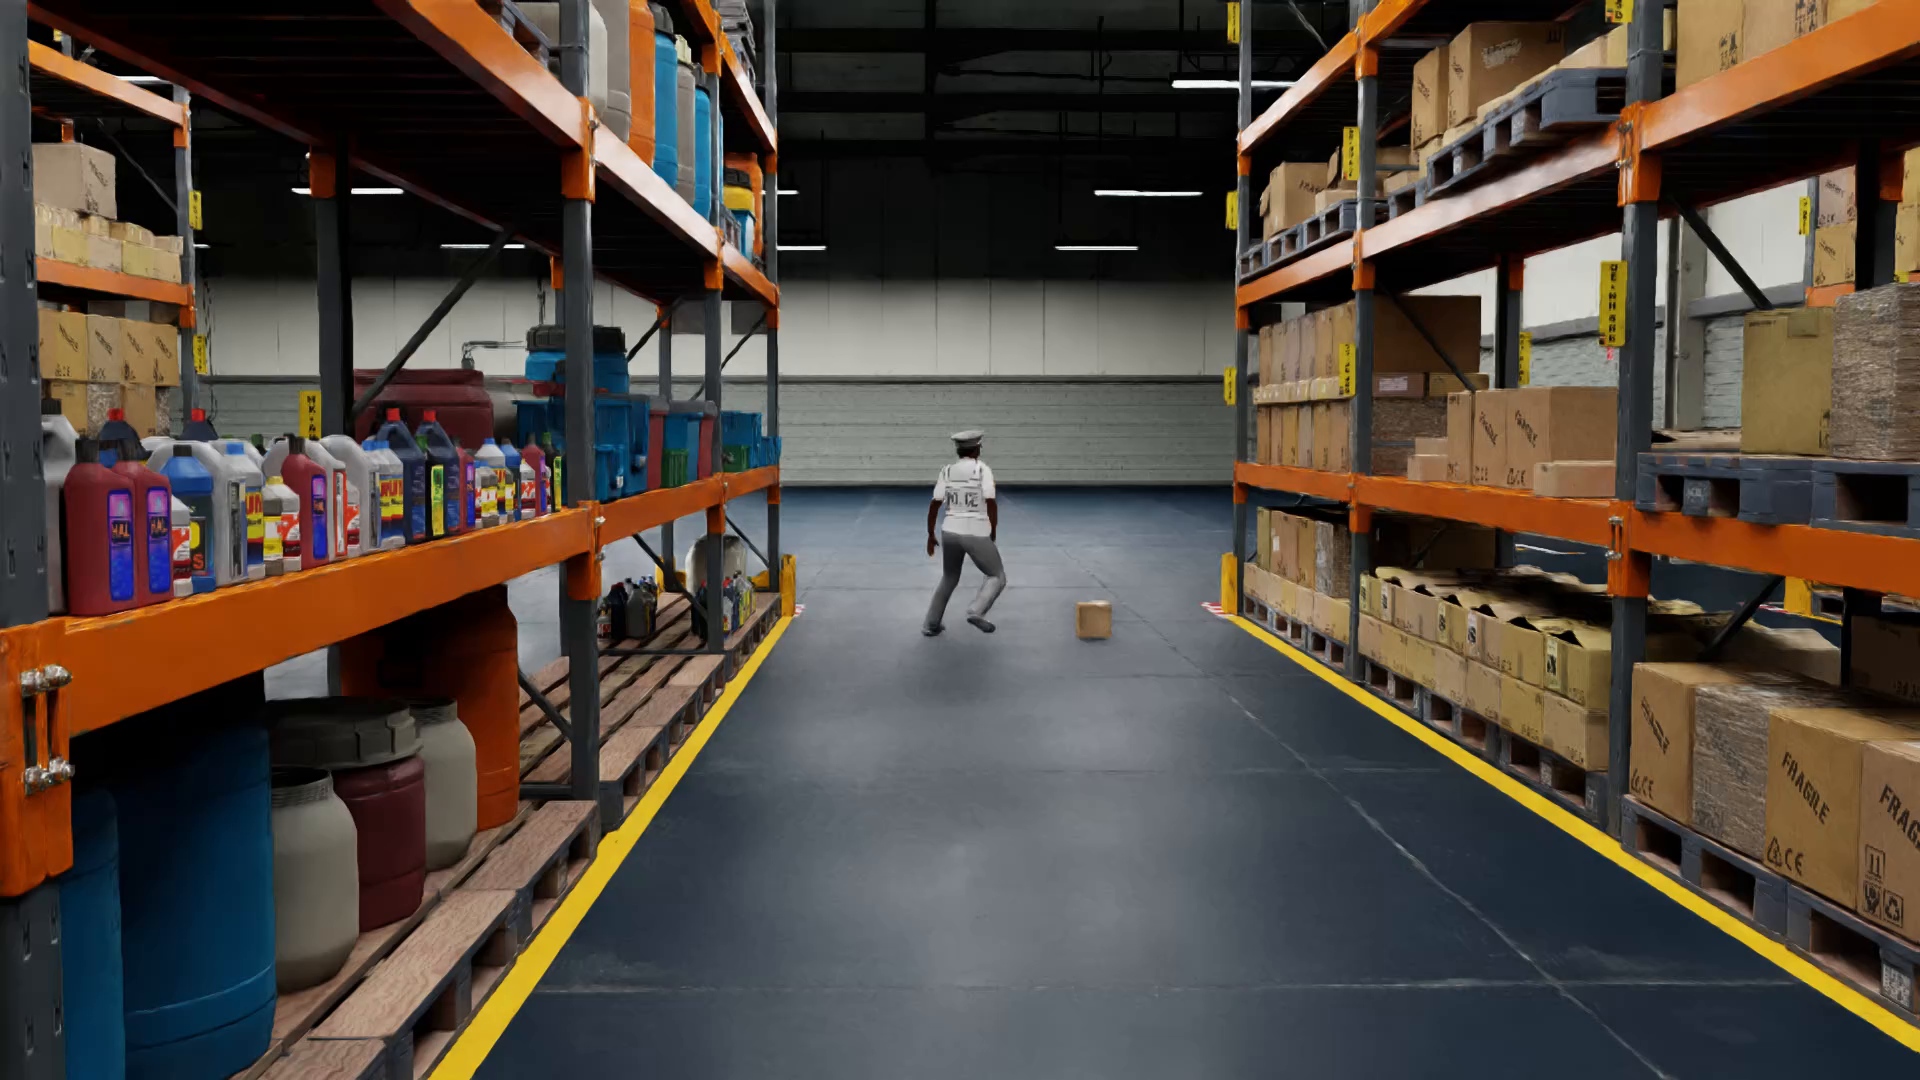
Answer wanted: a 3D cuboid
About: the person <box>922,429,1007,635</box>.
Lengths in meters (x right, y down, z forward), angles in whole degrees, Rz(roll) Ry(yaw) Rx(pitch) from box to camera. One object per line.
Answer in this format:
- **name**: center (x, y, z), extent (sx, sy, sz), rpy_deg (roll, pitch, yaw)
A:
- **person**: center (-0.015, -0.041, 12.734), extent (0.692, 1.594, 0.486), rpy_deg (2, 4, 30)
